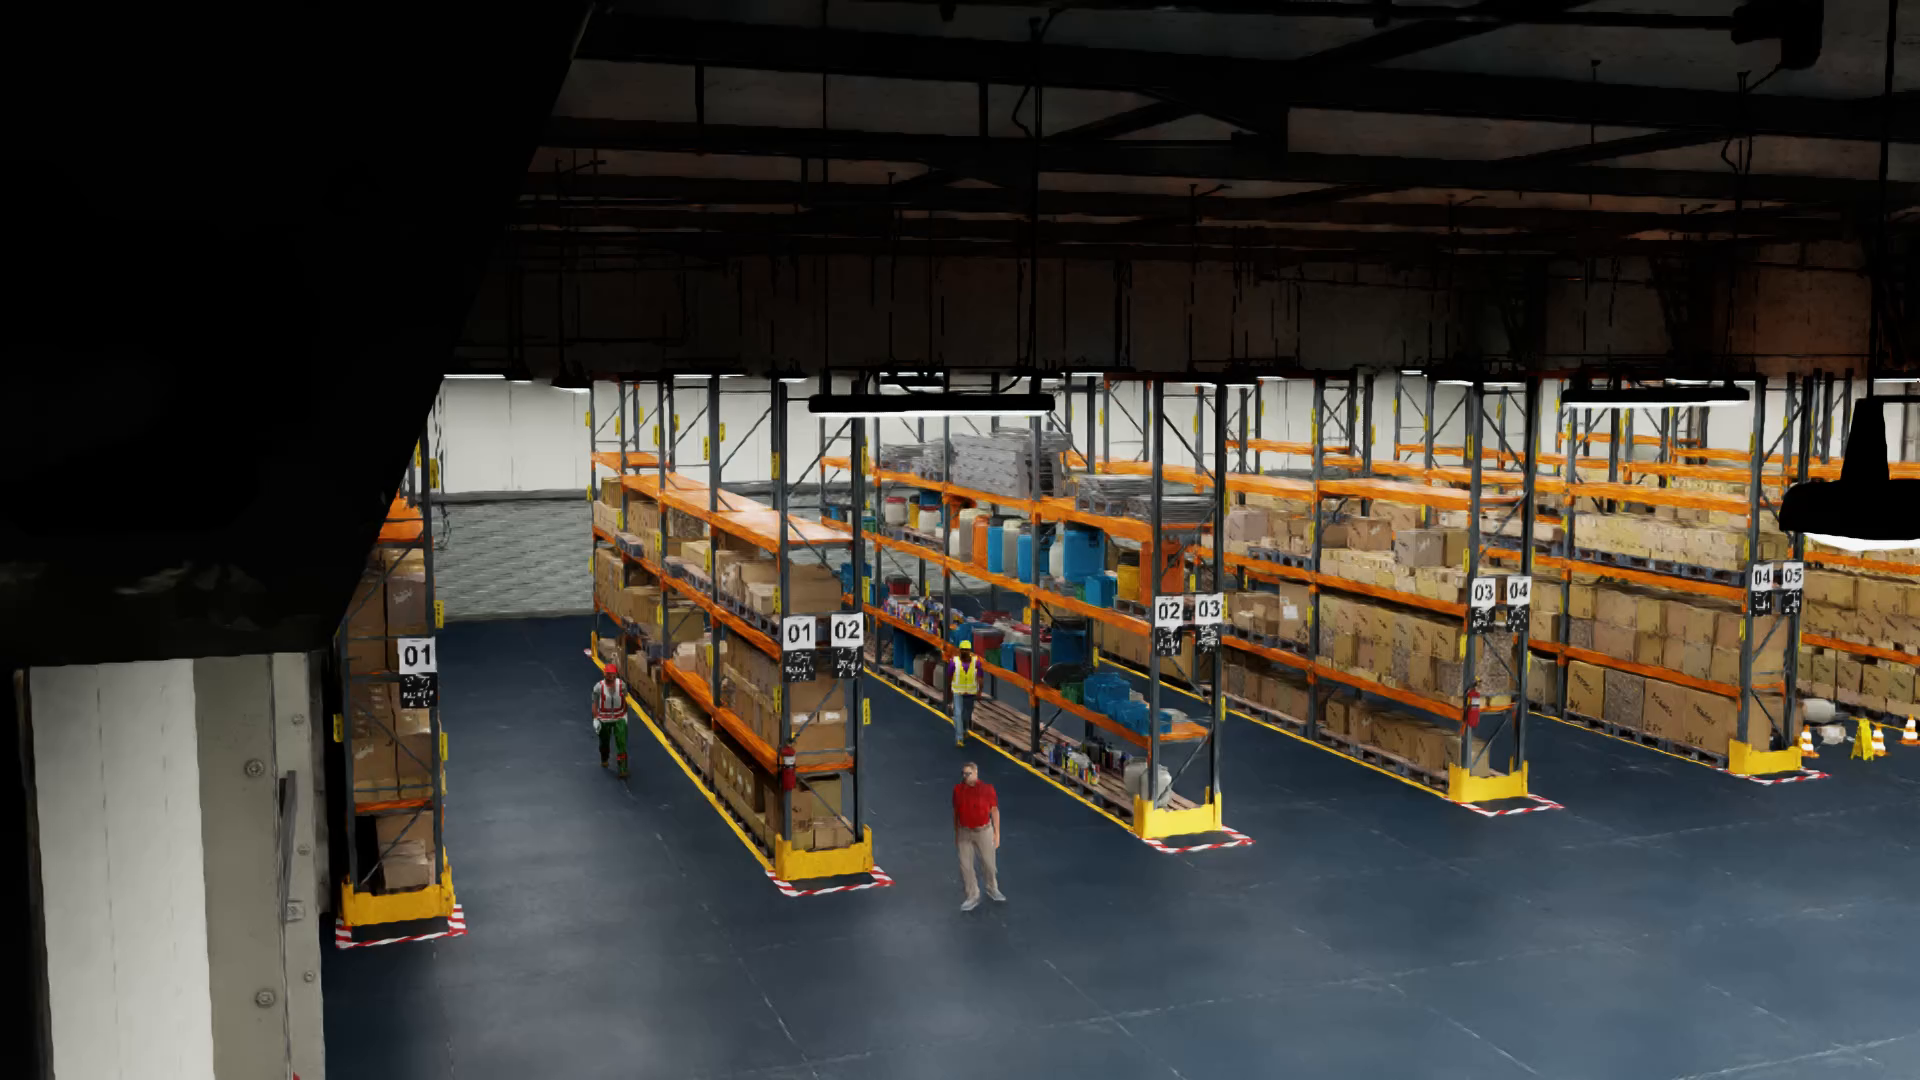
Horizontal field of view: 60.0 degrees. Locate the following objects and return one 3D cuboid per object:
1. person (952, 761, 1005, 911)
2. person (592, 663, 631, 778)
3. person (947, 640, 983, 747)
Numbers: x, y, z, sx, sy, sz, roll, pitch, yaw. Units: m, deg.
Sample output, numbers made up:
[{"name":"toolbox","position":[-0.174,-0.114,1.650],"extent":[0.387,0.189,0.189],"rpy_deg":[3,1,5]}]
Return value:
[{"name":"person","position":[0.211,3.358,19.101],"extent":[0.595,1.708,0.578],"rpy_deg":[2,7,16]},{"name":"person","position":[-5.248,2.679,25.015],"extent":[0.553,1.709,1.123],"rpy_deg":[-2,7,-18]},{"name":"person","position":[0.091,2.460,27.020],"extent":[0.569,1.704,1.042],"rpy_deg":[-1,6,-11]}]
